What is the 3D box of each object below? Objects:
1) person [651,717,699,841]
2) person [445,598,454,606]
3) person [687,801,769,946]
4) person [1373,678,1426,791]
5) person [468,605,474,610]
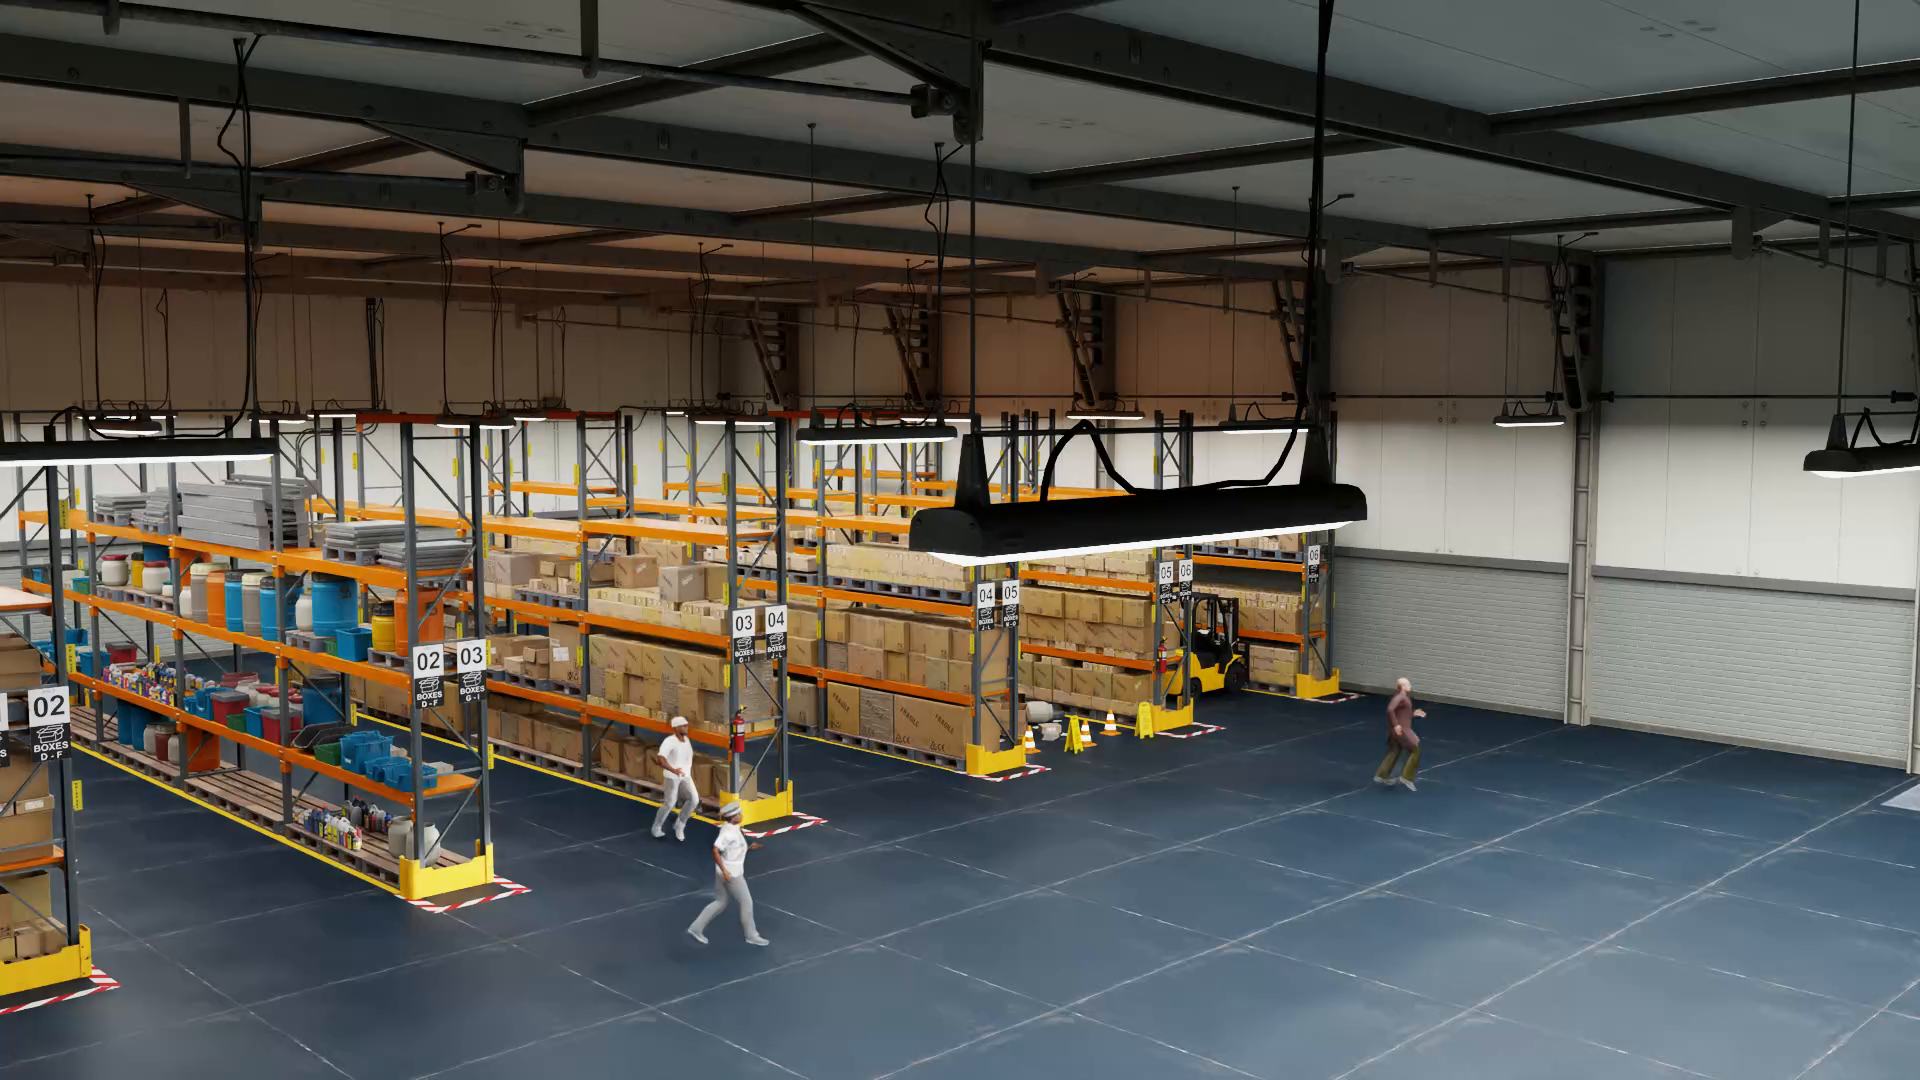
[{"bbox_3d":[-4.029,3.411,23.818,0.651,1.770,0.765,3,6,32],"label":"person"},{"bbox_3d":[-11.745,2.165,38.120,0.711,1.835,0.809,-1,5,-16],"label":"person"},{"bbox_3d":[-2.633,3.816,18.946,0.915,1.697,0.549,-2,5,-18],"label":"person"},{"bbox_3d":[7.107,3.134,26.817,0.836,1.840,0.688,0,5,1],"label":"person"},{"bbox_3d":[-10.904,2.301,37.182,0.579,1.716,0.712,-4,6,-39],"label":"person"}]
